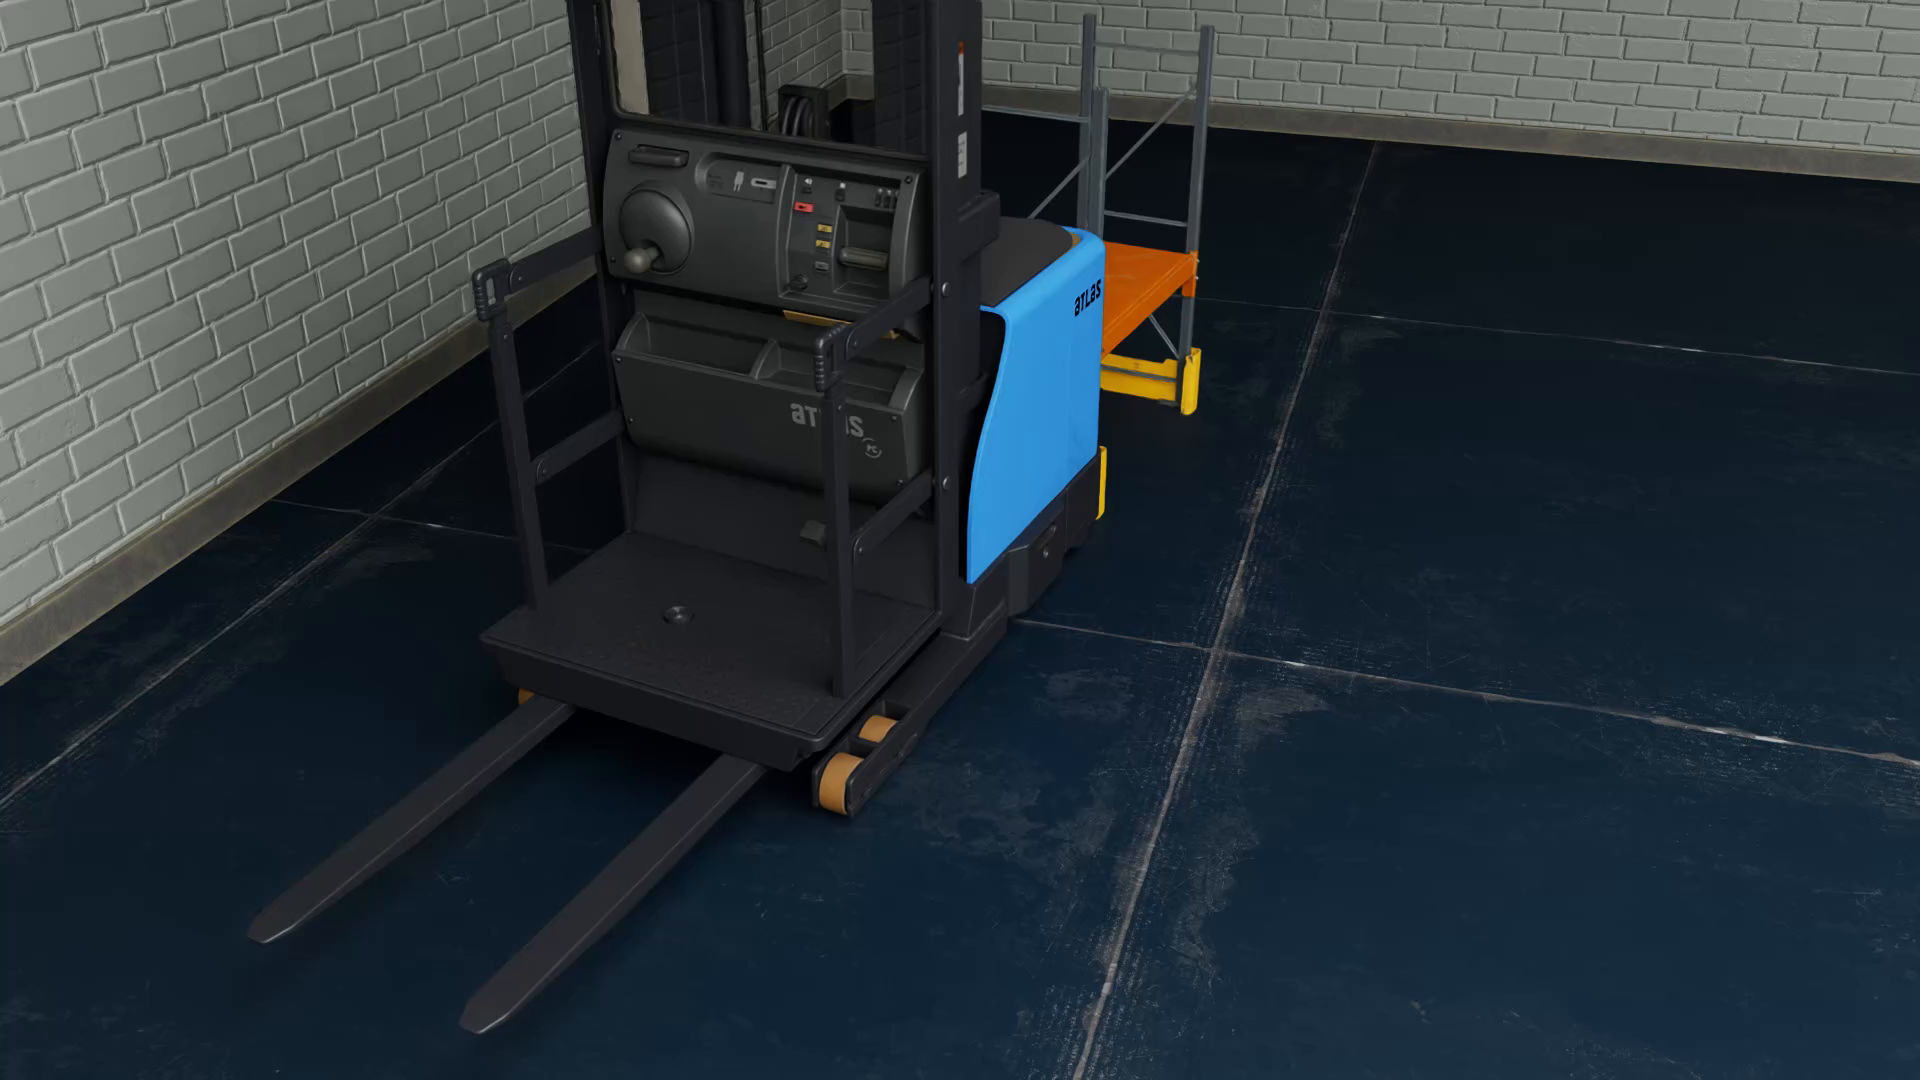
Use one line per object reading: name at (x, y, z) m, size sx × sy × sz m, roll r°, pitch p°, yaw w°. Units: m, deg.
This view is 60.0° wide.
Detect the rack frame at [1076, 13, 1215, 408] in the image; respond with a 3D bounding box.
rack frame at (0.689, -1.247, 6.449) m, size 0.500 × 1.500 × 0.032 m, roll 14°, pitch 32°, yaw 23°

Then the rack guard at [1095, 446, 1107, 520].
rack guard at (0.238, -0.258, 5.957) m, size 0.587 × 0.250 × 0.087 m, roll 14°, pitch 32°, yaw 23°

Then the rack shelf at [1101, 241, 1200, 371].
rack shelf at (0.463, -0.868, 6.138) m, size 0.538 × 0.185 × 1.000 m, roll 14°, pitch 32°, yaw 23°

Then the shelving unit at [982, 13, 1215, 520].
shelving unit at (0.459, -1.022, 6.044) m, size 0.587 × 1.500 × 1.083 m, roll 14°, pitch 32°, yaw 23°

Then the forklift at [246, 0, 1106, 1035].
forklift at (-0.625, -0.792, 4.159) m, size 1.130 × 2.935 × 3.031 m, roll 14°, pitch 32°, yaw 23°

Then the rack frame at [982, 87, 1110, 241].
rack frame at (0.238, -0.804, 5.653) m, size 0.500 × 1.500 × 0.032 m, roll 14°, pitch 32°, yaw 23°

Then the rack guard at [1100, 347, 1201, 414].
rack guard at (0.680, -0.692, 6.738) m, size 0.587 × 0.250 × 0.087 m, roll 14°, pitch 32°, yaw 23°

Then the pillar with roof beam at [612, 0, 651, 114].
pillar with roof beam at (2.611, -4.843, 5.199) m, size 9.100 × 9.000 × 0.400 m, roll 8°, pitch 30°, yaw 15°
